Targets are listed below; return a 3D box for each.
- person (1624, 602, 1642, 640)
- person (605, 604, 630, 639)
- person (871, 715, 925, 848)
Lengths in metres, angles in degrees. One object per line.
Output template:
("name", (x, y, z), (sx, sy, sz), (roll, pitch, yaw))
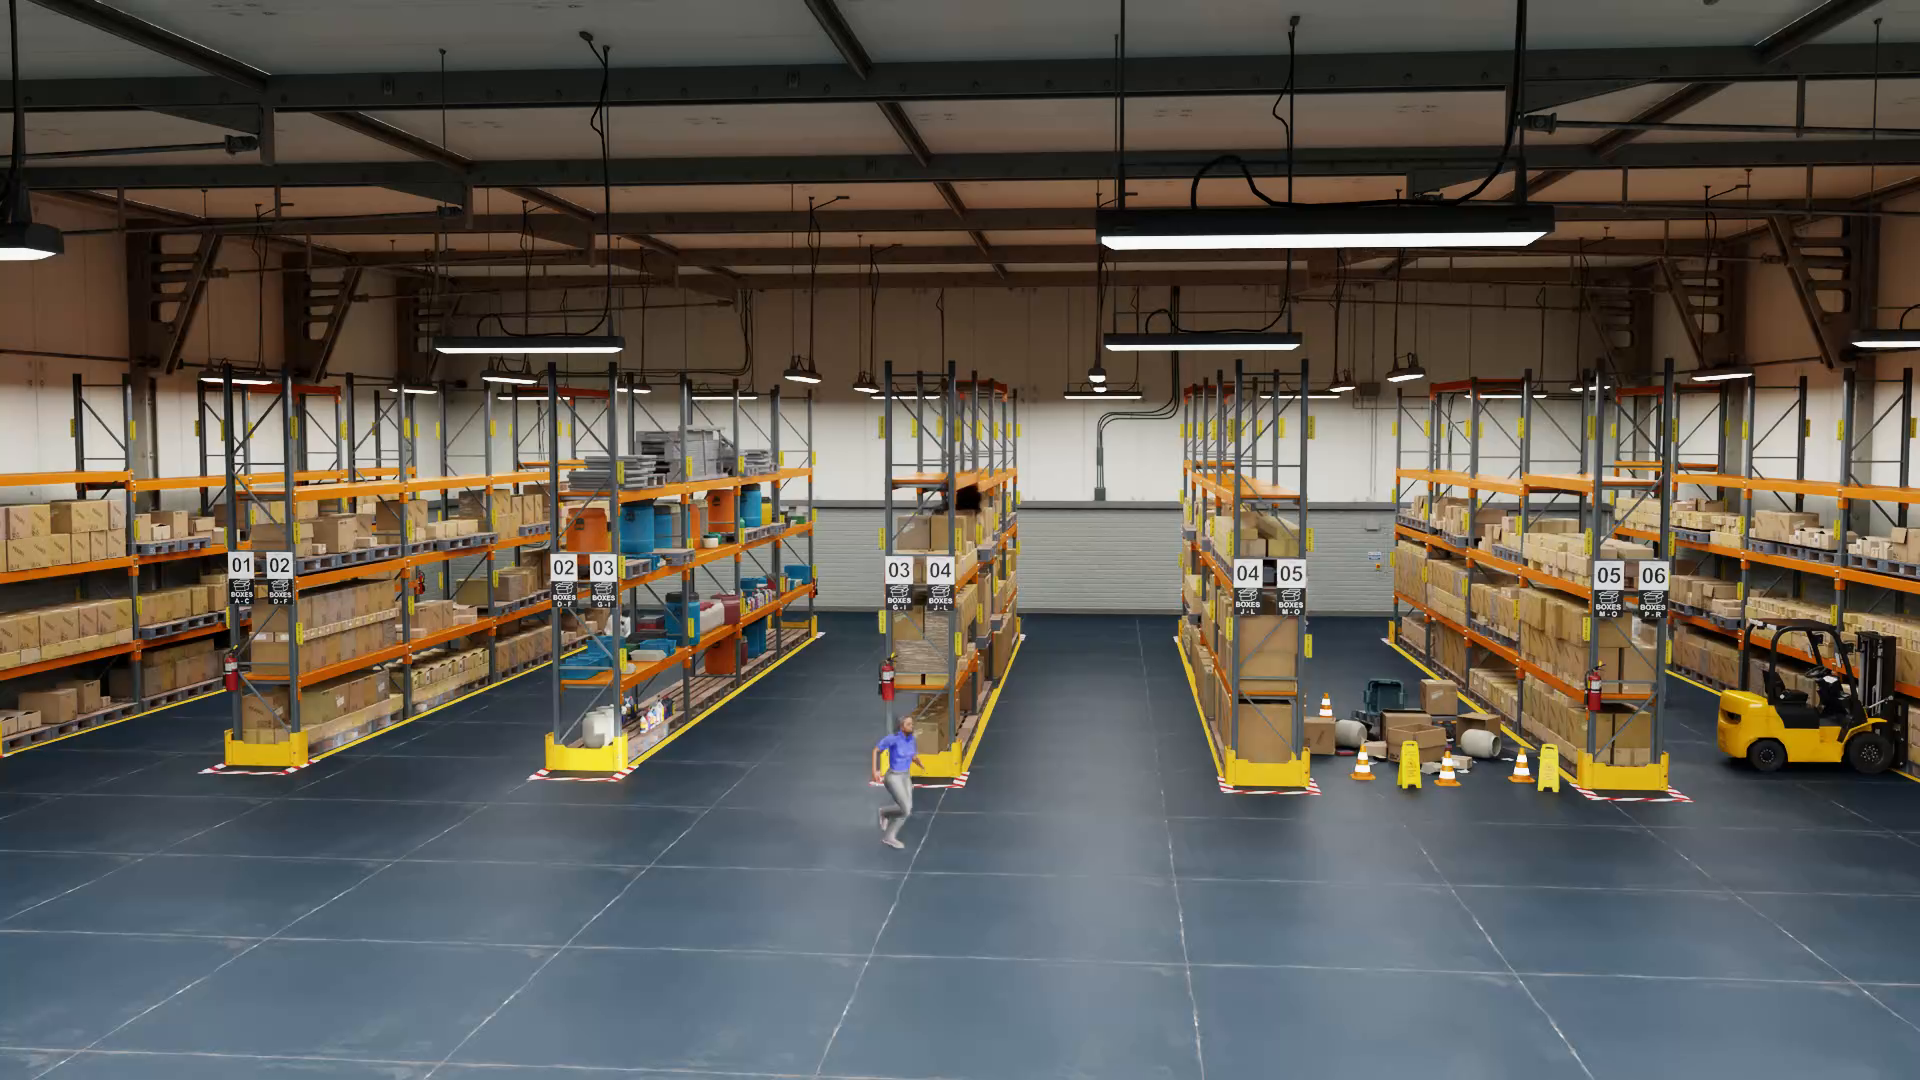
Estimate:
("person", (12.813, 2.049, 31.775), (0.589, 1.720, 0.883), (-1, 4, -10))
("person", (-6.652, 2.047, 32.477), (0.600, 1.673, 0.820), (0, 4, 0))
("person", (-0.702, 2.900, 19.962), (0.625, 1.605, 0.616), (3, 5, 41))
